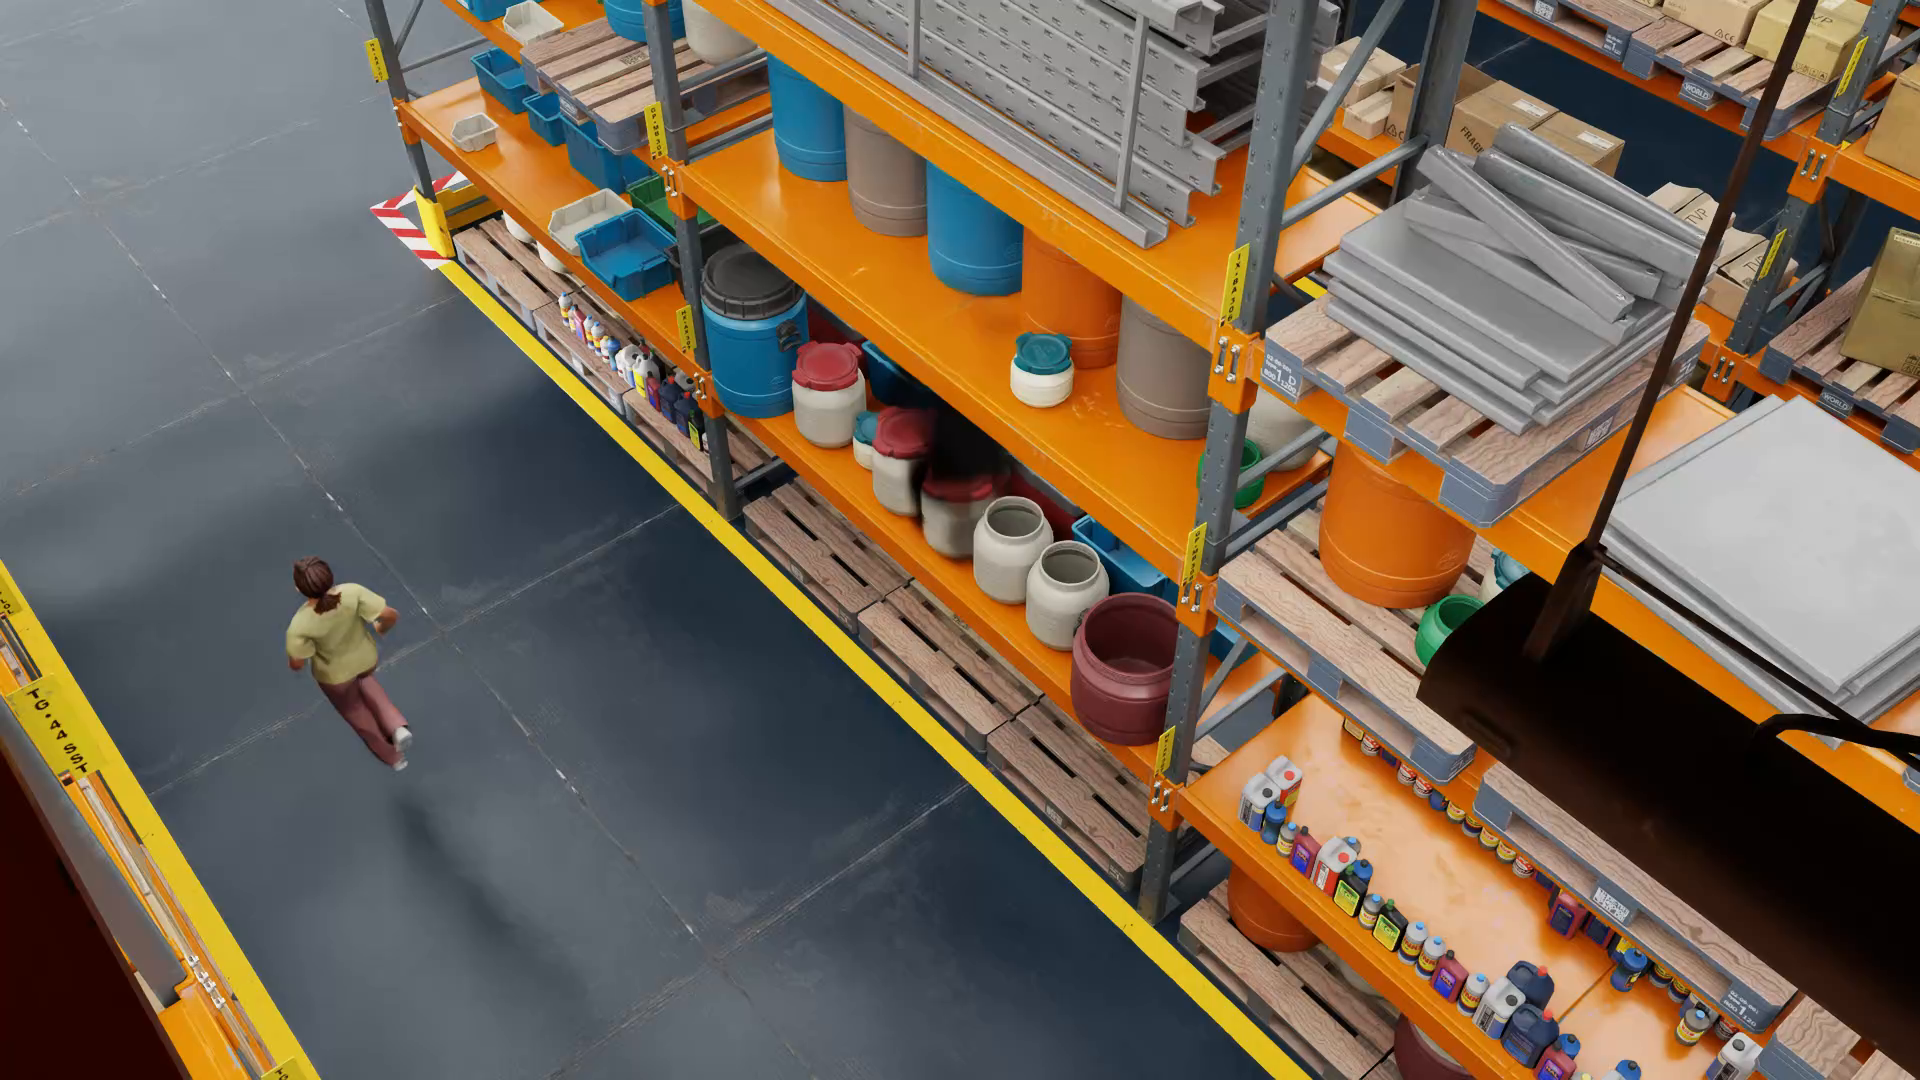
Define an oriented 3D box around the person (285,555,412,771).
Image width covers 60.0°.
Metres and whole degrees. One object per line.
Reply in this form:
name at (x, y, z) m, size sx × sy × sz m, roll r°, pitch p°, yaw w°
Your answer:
person at (-3.273, 0.644, 8.859) m, size 0.505 × 1.634 × 0.578 m, roll 35°, pitch 56°, yaw 28°
